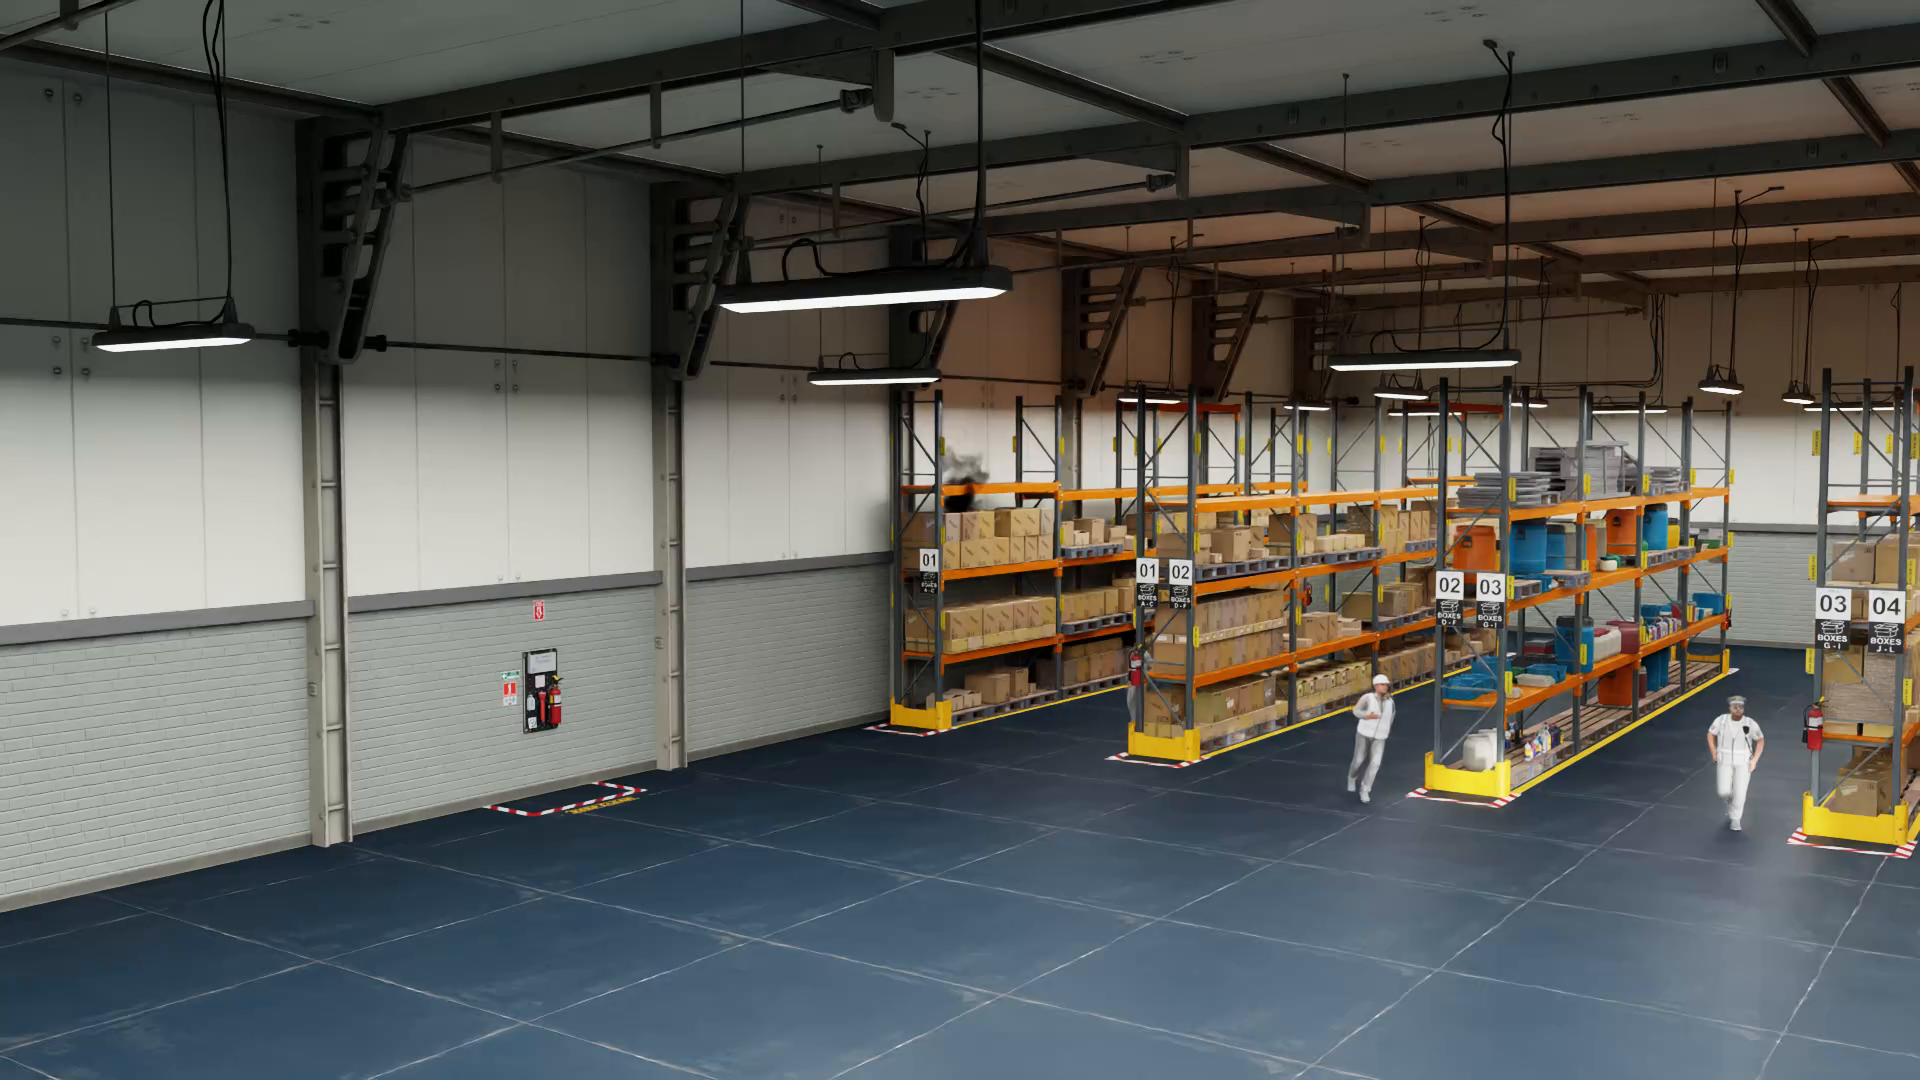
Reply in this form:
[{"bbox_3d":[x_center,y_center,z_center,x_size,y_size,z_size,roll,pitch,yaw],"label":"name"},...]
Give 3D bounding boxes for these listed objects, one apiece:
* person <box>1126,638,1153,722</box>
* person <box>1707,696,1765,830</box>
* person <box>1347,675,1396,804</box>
[{"bbox_3d":[3.219,2.530,29.583,0.583,1.630,0.702,3,4,40],"label":"person"},{"bbox_3d":[10.197,2.912,21.897,0.695,1.748,0.549,2,4,32],"label":"person"},{"bbox_3d":[5.901,2.794,23.663,0.676,1.779,0.831,0,3,2],"label":"person"}]
